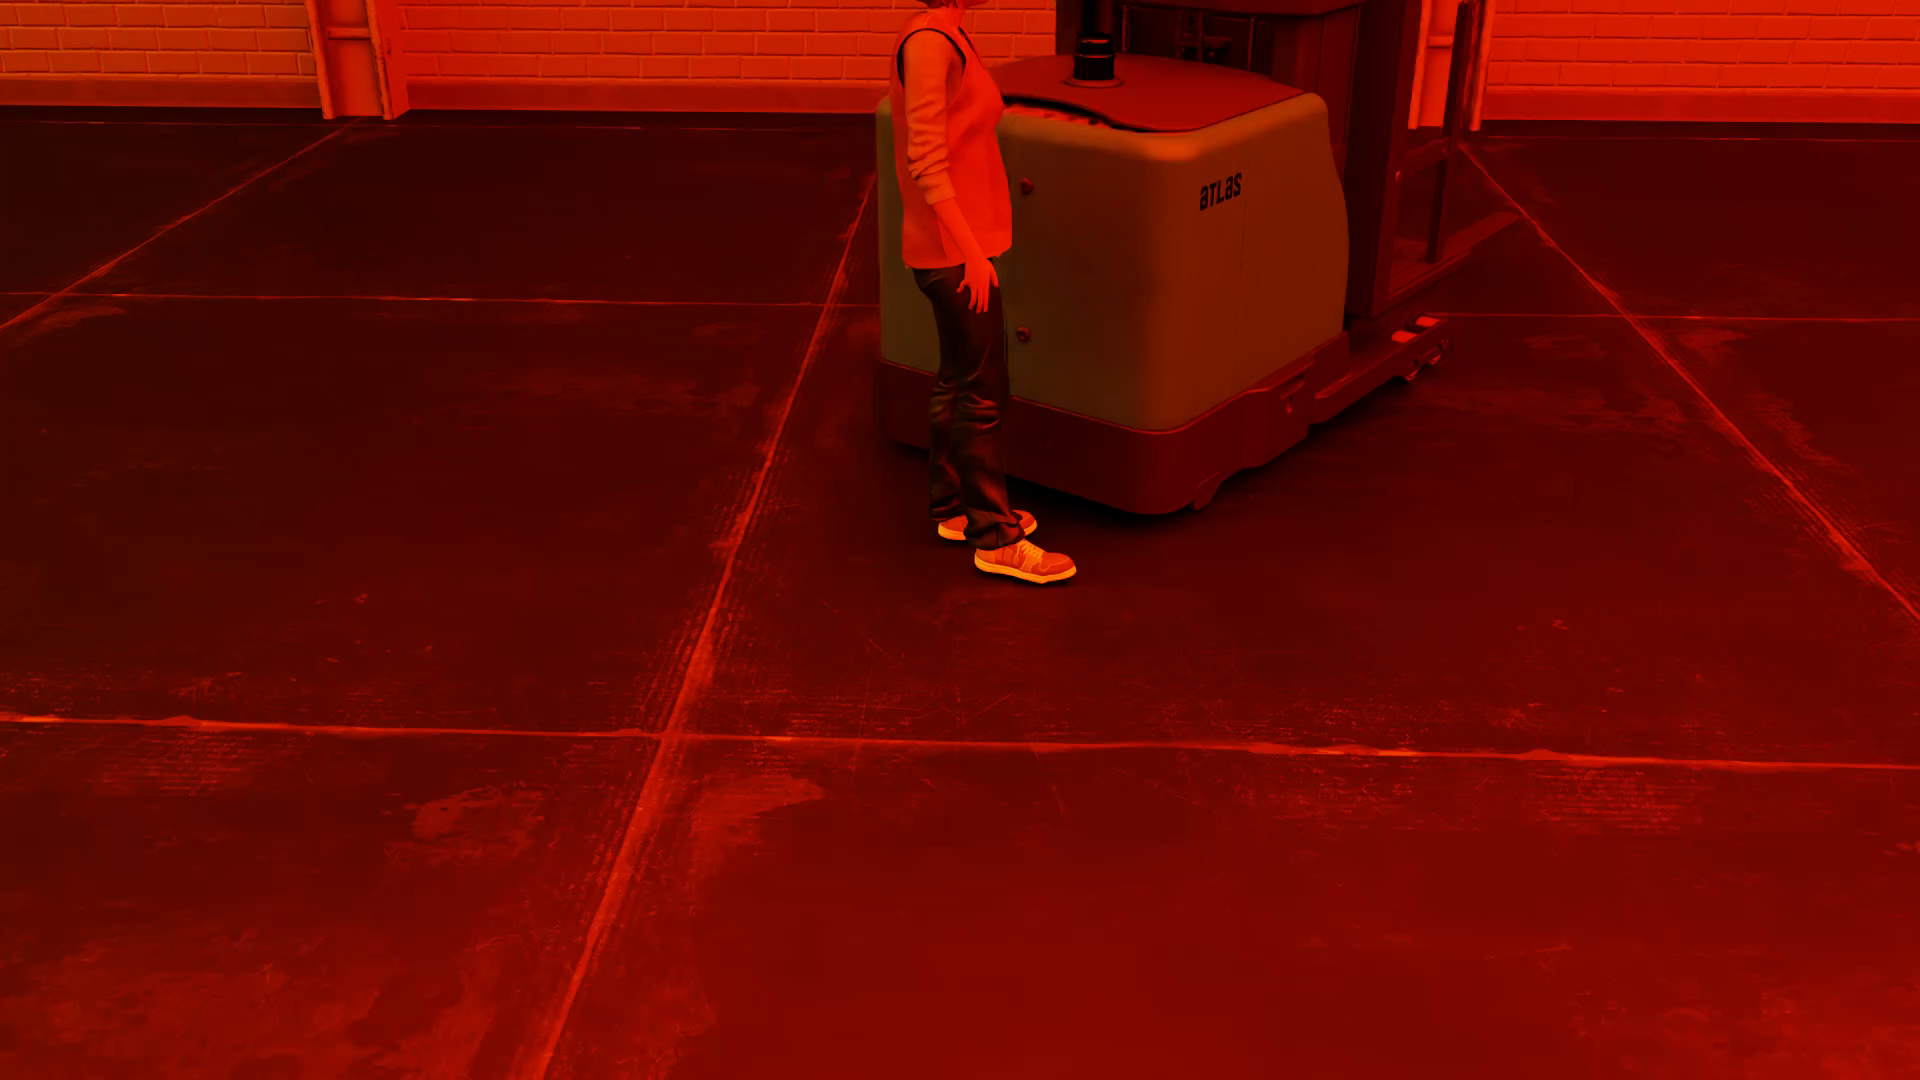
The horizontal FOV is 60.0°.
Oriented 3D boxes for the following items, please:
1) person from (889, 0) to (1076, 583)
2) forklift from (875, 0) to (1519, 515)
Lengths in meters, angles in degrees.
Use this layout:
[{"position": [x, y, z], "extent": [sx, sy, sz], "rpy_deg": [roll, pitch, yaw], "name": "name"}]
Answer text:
[{"position": [0.073, -0.715, 4.149], "extent": [0.476, 1.597, 0.520], "rpy_deg": [1, 26, 2], "name": "person"}, {"position": [1.046, -1.970, 5.203], "extent": [1.130, 2.935, 3.031], "rpy_deg": [19, 32, 33], "name": "forklift"}]
